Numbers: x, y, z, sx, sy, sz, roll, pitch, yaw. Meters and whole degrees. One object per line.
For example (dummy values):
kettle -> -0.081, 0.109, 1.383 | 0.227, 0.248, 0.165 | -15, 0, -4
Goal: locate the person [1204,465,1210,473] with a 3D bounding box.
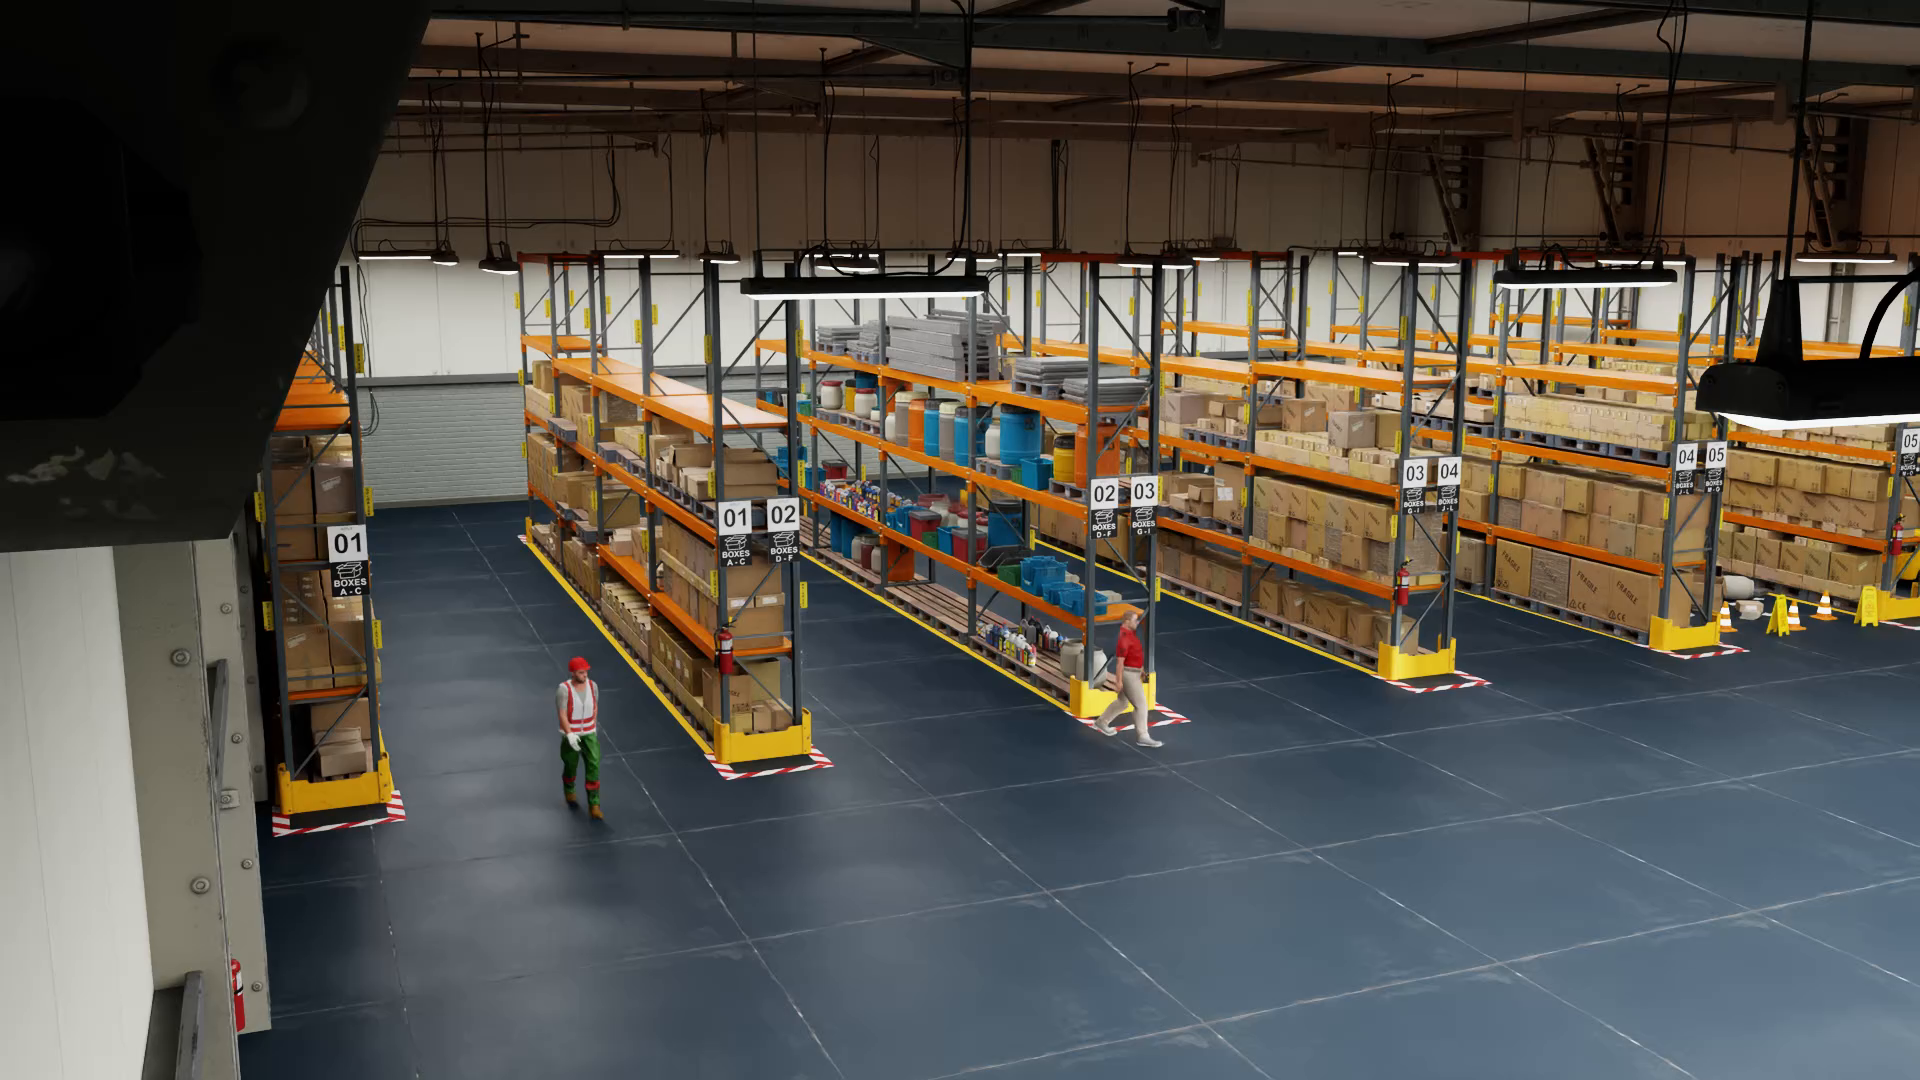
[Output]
person -> 6.668, -2.623, 44.856 | 0.414, 1.586, 0.529 | 6, 12, 29

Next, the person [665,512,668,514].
person -> -5.892, -0.617, 33.917 | 0.644, 1.678, 0.856 | -6, 12, -28

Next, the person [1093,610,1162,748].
person -> 2.119, 1.713, 20.943 | 0.877, 1.699, 0.540 | 1, 10, 5

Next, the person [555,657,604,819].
person -> -4.193, 2.145, 18.422 | 0.522, 1.735, 0.962 | -7, 12, -32
